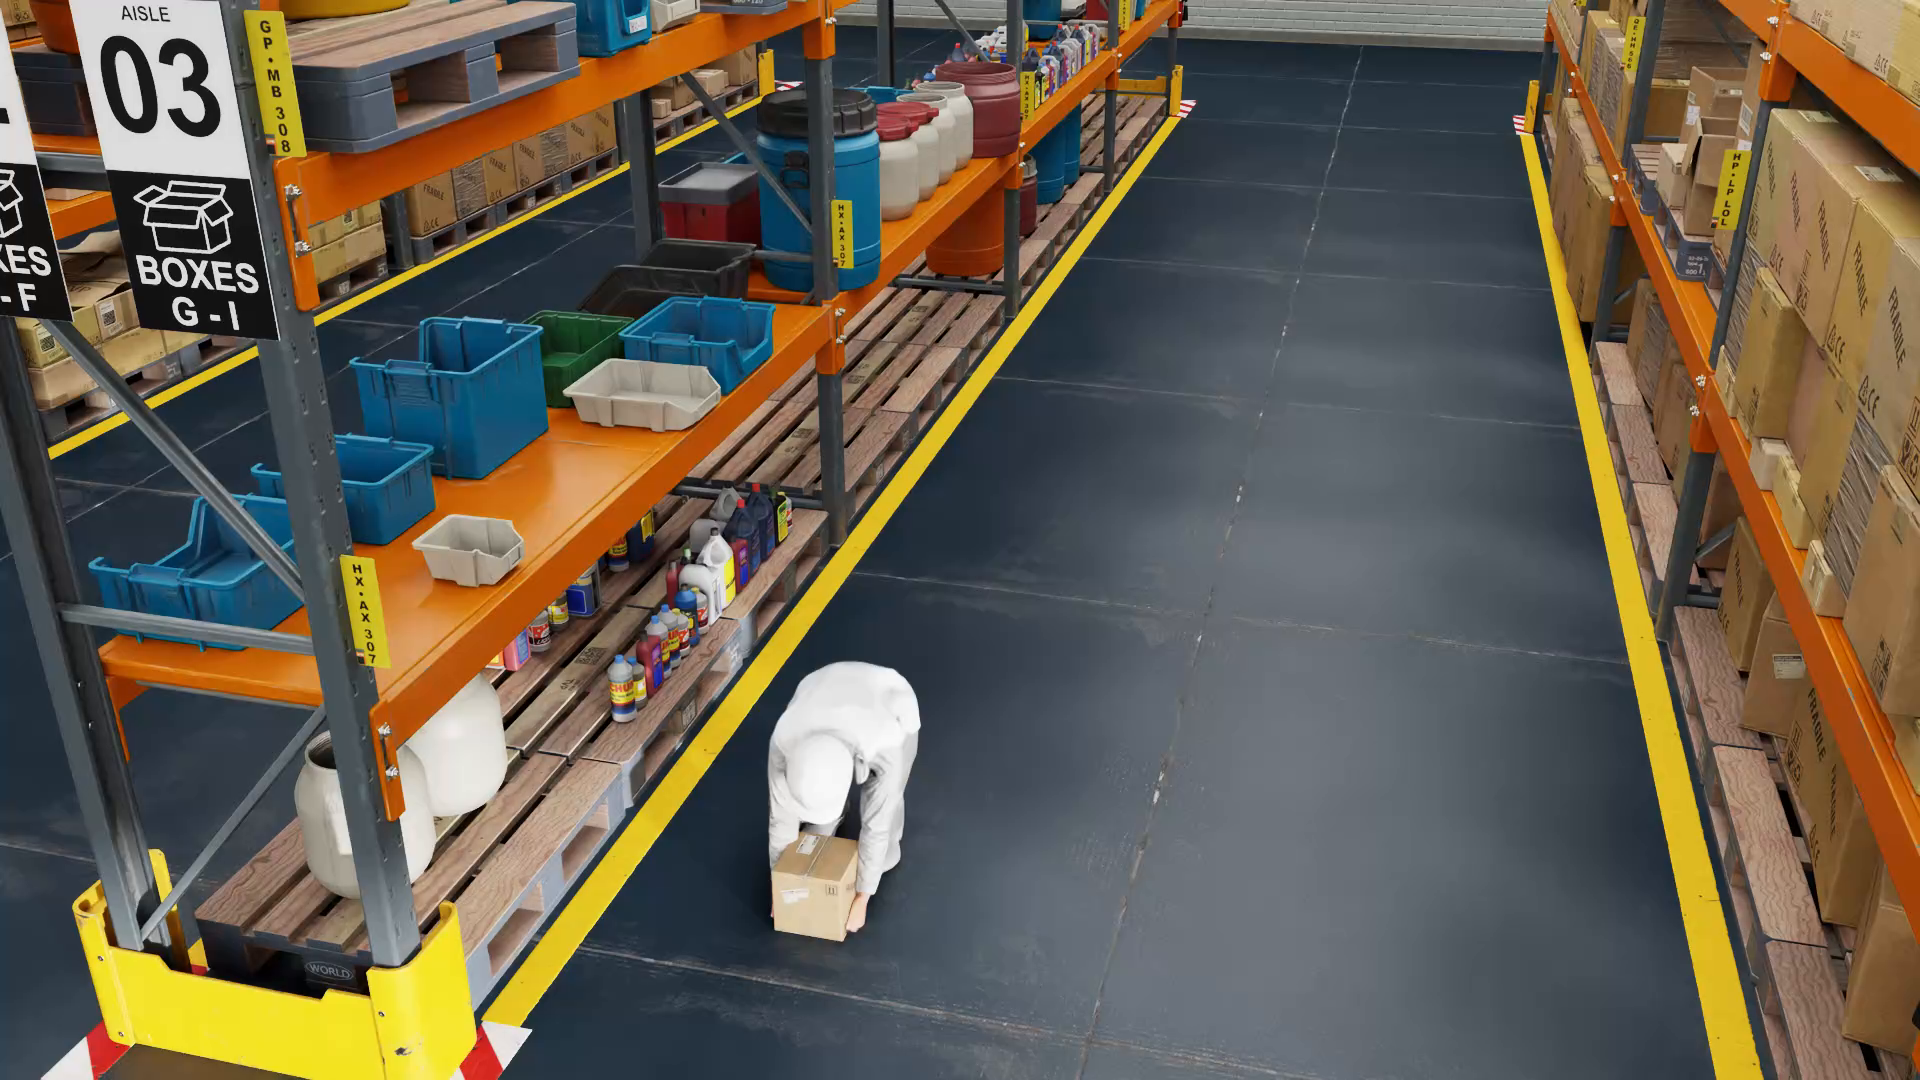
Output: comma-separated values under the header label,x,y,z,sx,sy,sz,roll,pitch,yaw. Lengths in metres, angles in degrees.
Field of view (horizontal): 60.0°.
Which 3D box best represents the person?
label,x,y,z,sx,sy,sz,roll,pitch,yaw
person,-0.423,0.877,5.942,0.509,0.820,0.974,6,26,12
